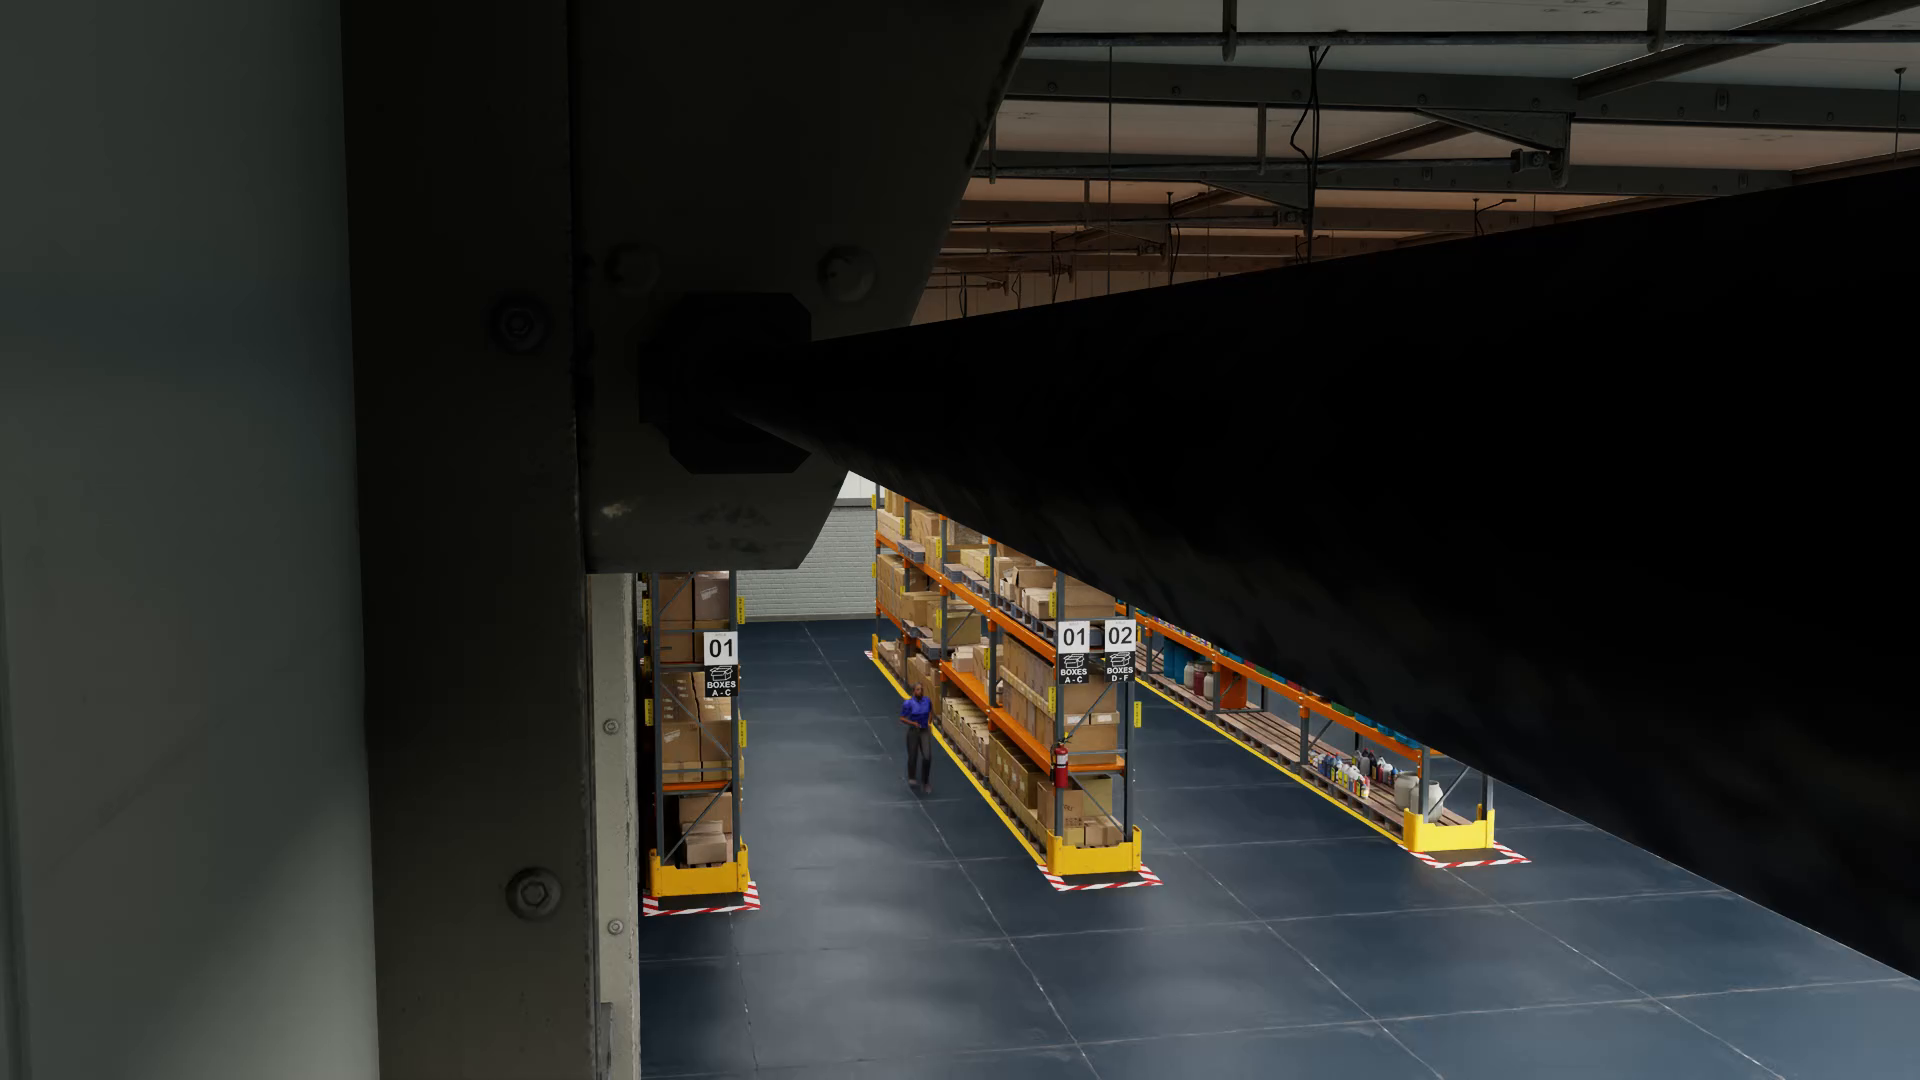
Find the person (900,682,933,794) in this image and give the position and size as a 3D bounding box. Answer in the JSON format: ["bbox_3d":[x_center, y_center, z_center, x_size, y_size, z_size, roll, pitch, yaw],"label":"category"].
[{"bbox_3d":[-0.633,2.968,24.953,0.563,1.705,0.736,-1,6,-14],"label":"person"}]
